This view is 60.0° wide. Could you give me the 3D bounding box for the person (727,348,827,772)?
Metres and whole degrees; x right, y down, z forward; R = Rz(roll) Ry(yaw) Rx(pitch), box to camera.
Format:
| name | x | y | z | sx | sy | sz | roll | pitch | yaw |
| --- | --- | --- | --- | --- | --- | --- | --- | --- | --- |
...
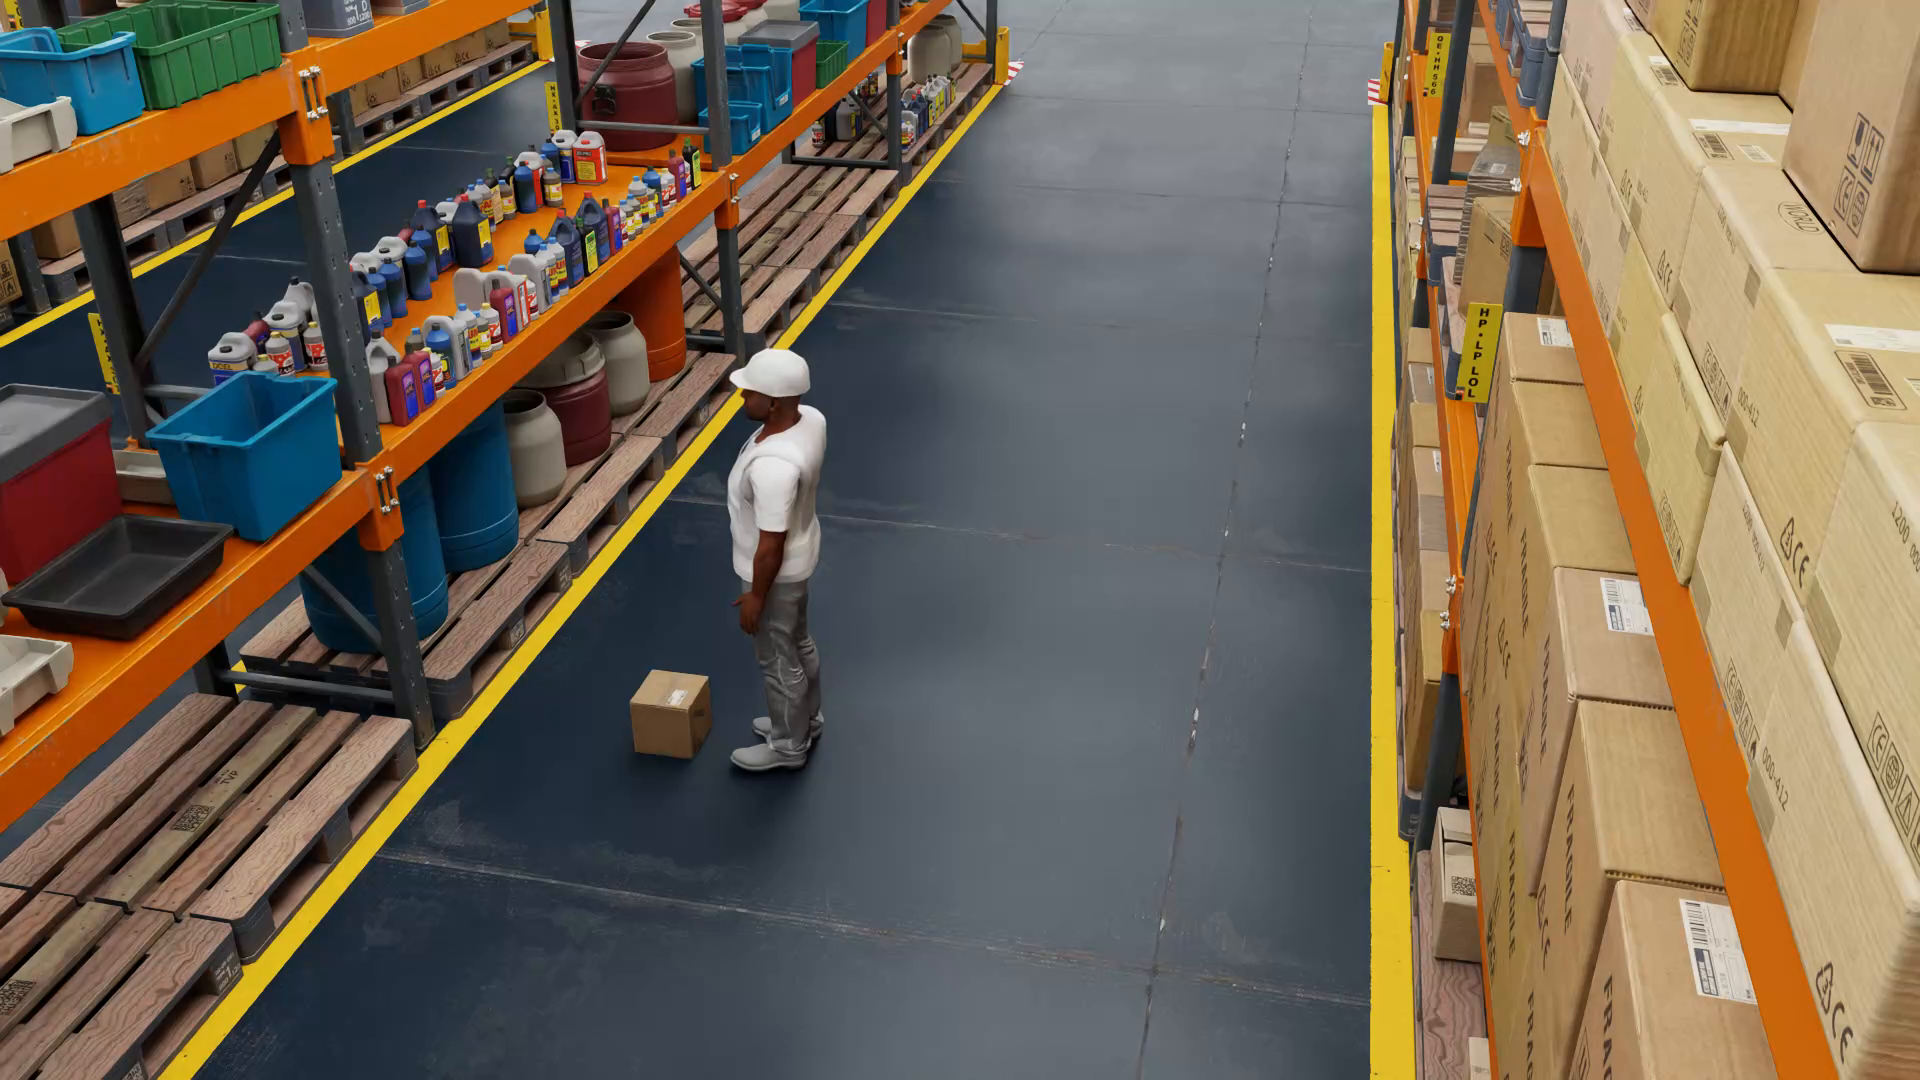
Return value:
| name | x | y | z | sx | sy | sz | roll | pitch | yaw |
| --- | --- | --- | --- | --- | --- | --- | --- | --- | --- |
| person | -0.717 | 0.096 | 6.386 | 0.402 | 1.781 | 0.586 | 3 | 29 | 5 |
